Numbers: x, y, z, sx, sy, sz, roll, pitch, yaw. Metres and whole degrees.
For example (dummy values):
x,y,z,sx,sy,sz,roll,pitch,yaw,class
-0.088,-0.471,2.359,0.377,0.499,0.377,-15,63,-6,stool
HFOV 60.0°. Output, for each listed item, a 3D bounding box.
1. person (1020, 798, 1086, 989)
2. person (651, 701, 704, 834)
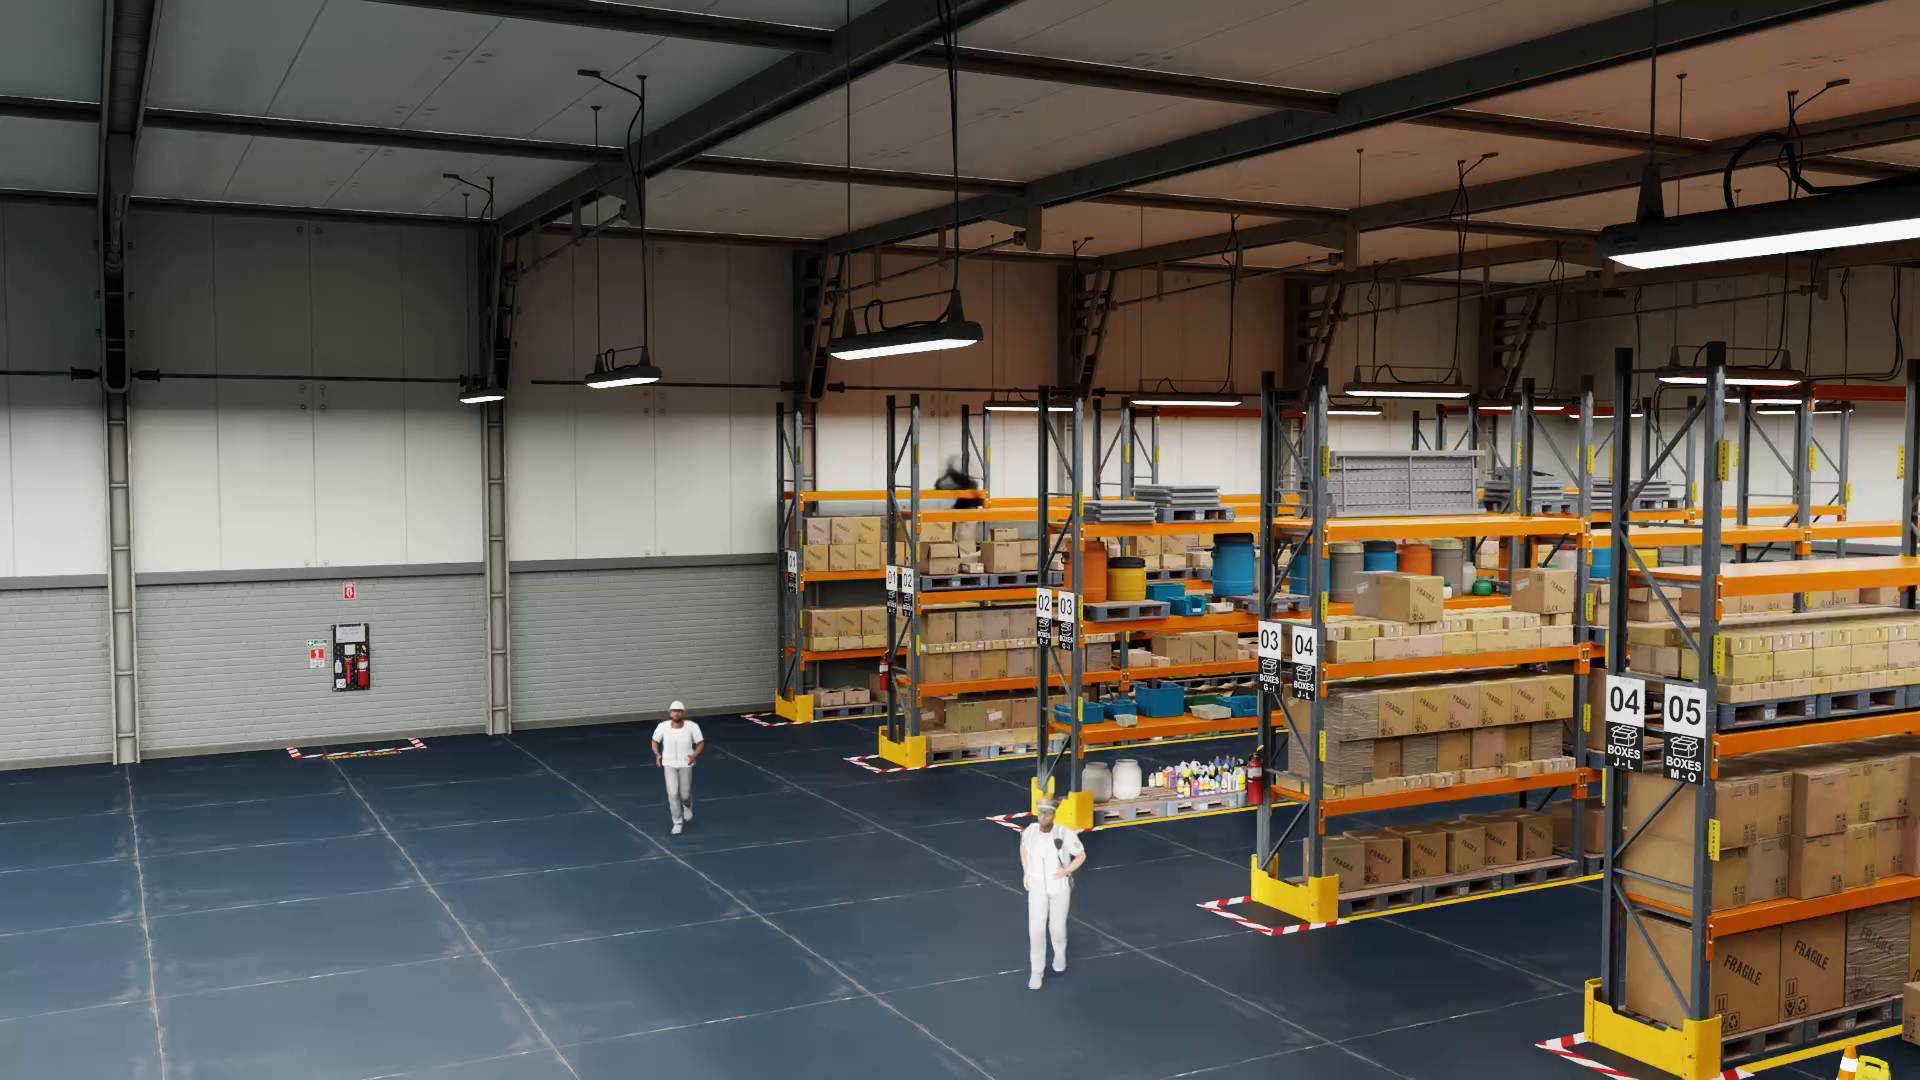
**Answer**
x,y,z,sx,sy,sz,roll,pitch,yaw,class
0.894,3.385,16.097,0.668,1.865,0.767,1,3,13,person
-3.805,3.029,22.384,0.708,1.746,0.714,0,3,-4,person
